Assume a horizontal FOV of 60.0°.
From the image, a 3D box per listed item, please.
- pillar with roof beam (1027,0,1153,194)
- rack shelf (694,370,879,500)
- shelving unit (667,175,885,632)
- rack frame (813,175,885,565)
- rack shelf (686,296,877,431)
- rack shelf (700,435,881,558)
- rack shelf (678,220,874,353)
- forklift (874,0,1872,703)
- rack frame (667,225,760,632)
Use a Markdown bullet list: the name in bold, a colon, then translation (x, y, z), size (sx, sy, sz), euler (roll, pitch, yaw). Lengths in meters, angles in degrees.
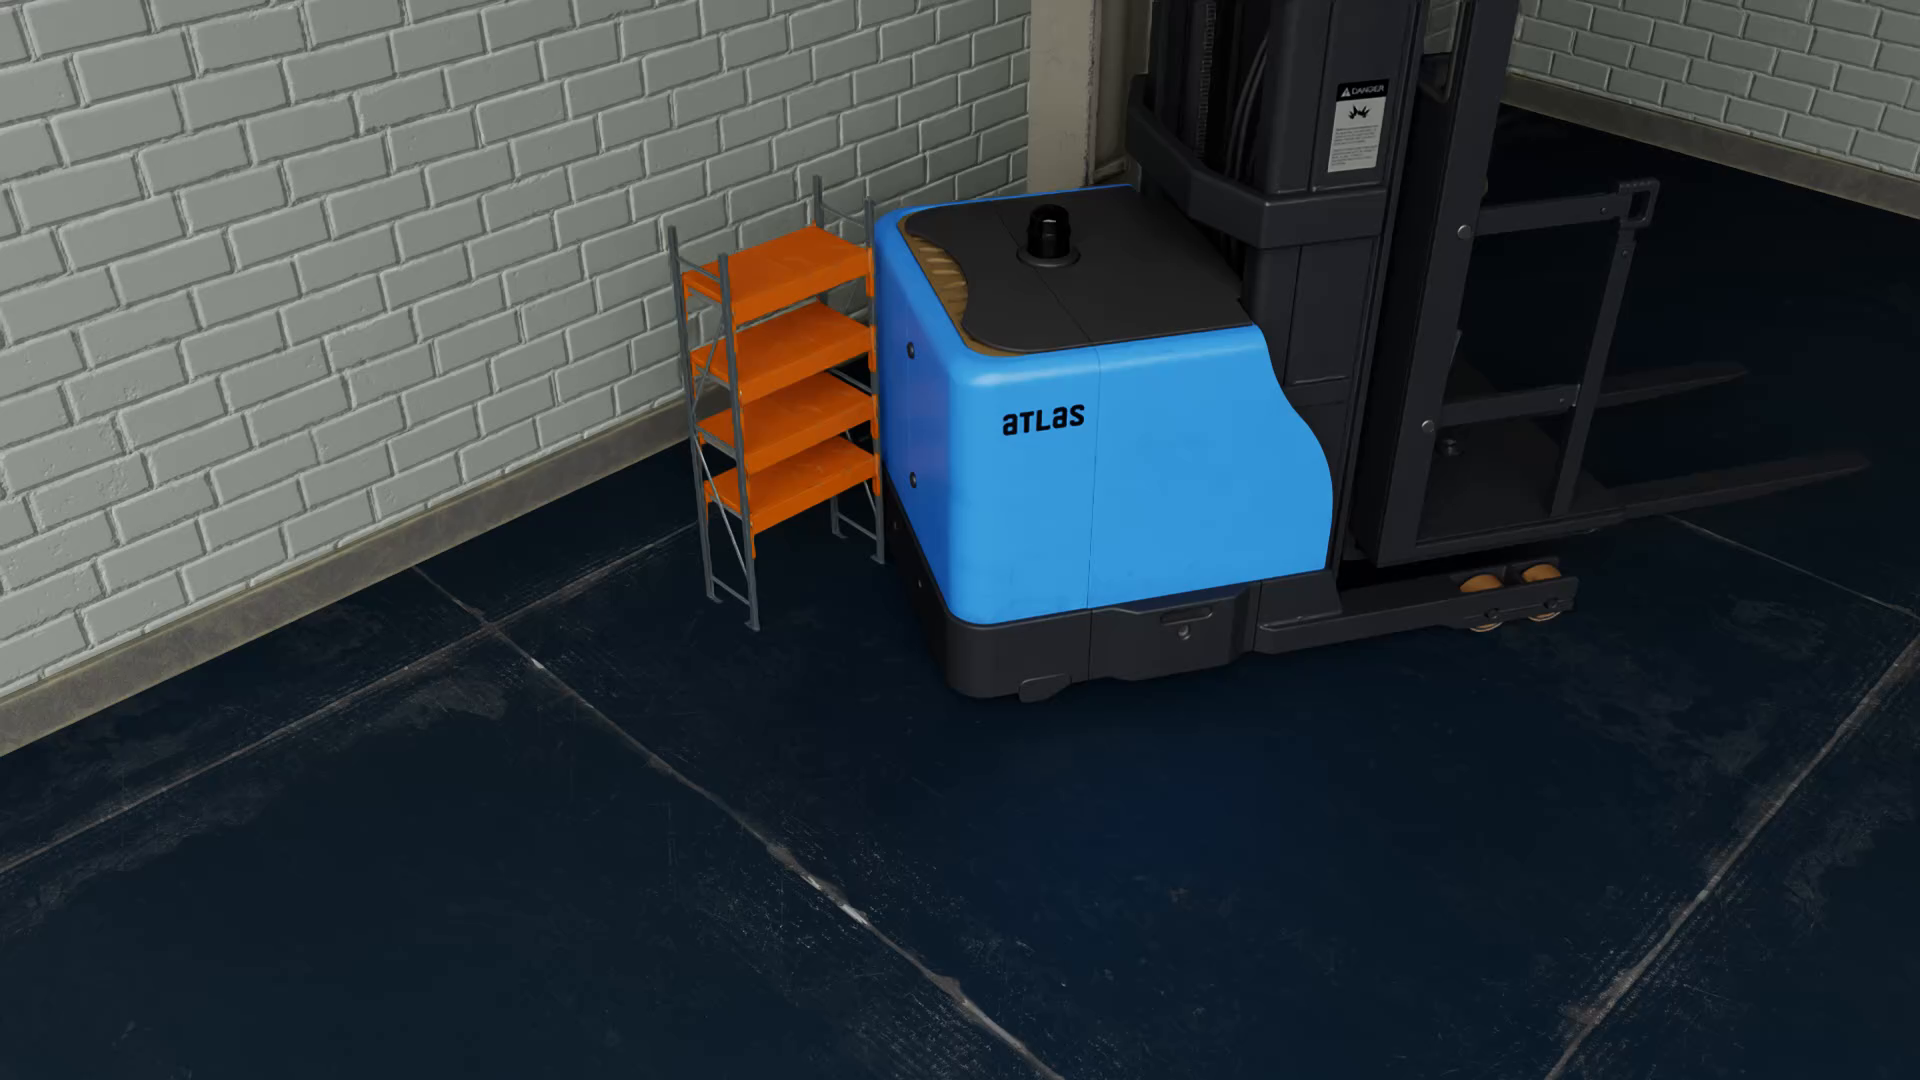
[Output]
- **pillar with roof beam**: translation (3.562, -3.047, 1.752), size (9.100, 9.000, 0.400), euler (30, 45, 35)
- **rack shelf**: translation (-0.497, -0.316, 4.772), size (0.480, 0.148, 0.258), euler (-28, 44, -34)
- **shelving unit**: translation (-0.497, -0.371, 4.733), size (0.503, 1.200, 0.258), euler (-28, 44, -34)
- **rack frame**: translation (-0.319, -0.467, 4.871), size (0.015, 1.200, 0.240), euler (-28, 44, -34)
- **rack shelf**: translation (-0.497, -0.499, 4.644), size (0.480, 0.148, 0.258), euler (-28, 44, -34)
- **rack shelf**: translation (-0.497, -0.153, 4.885), size (0.480, 0.148, 0.258), euler (-28, 44, -34)
- **rack shelf**: translation (-0.497, -0.693, 4.508), size (0.480, 0.148, 0.258), euler (-28, 44, -34)
- **forklift**: translation (1.310, -1.217, 4.433), size (3.031, 2.935, 1.130), euler (-9, 36, -12)
- **rack frame**: translation (-0.674, -0.275, 4.595), size (0.015, 1.200, 0.240), euler (-28, 44, -34)
